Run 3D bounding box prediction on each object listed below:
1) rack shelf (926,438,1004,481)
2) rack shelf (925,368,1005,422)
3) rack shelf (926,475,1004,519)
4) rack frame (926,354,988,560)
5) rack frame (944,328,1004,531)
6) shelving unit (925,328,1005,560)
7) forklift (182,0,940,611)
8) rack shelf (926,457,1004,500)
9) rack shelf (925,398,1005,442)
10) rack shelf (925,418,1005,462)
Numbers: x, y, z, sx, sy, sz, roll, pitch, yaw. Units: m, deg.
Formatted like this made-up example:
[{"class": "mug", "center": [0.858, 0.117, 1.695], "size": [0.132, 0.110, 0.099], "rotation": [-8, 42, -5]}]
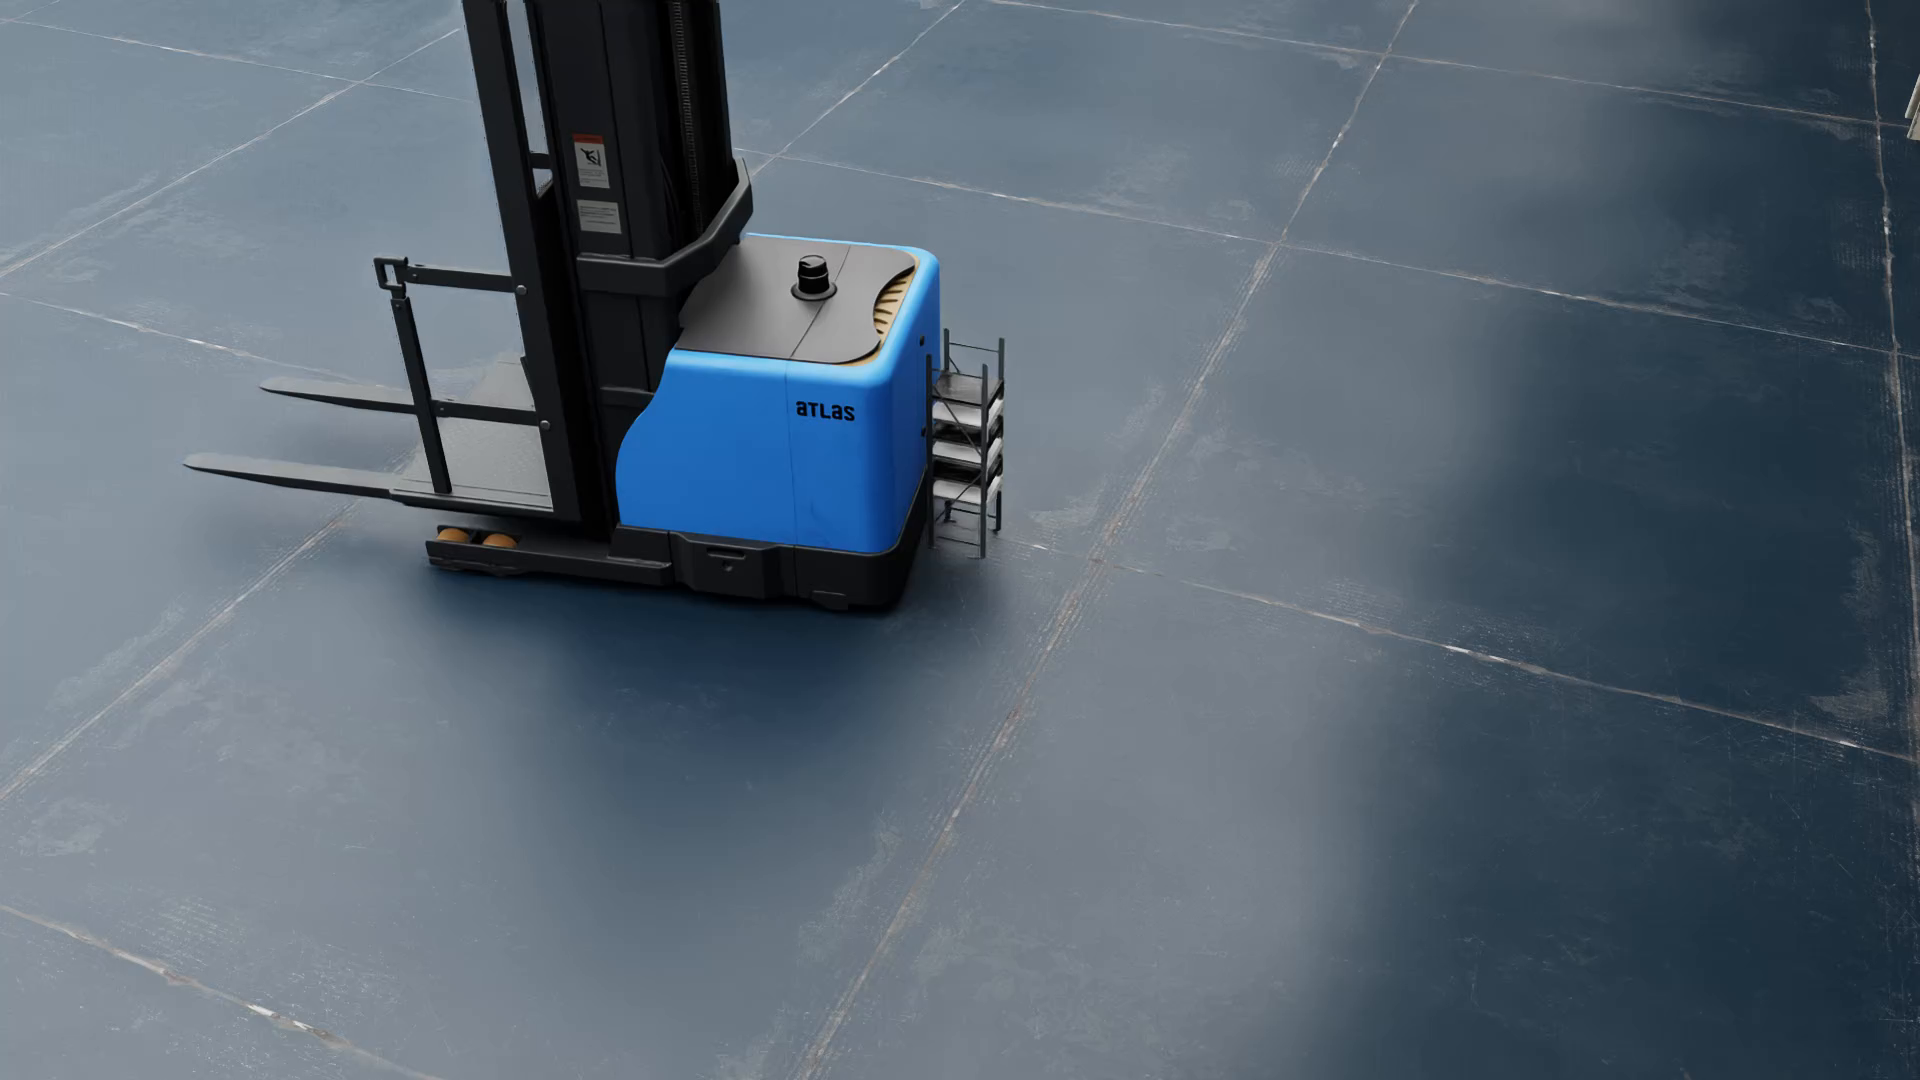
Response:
[{"class": "rack shelf", "center": [0.020, -0.338, 6.506], "size": [0.258, 0.077, 0.200], "rotation": [11, 38, 15]}, {"class": "rack shelf", "center": [0.020, -0.554, 6.344], "size": [0.258, 0.077, 0.200], "rotation": [11, 38, 15]}, {"class": "rack shelf", "center": [0.020, -0.194, 6.614], "size": [0.258, 0.077, 0.200], "rotation": [11, 38, 15]}, {"class": "rack frame", "center": [-0.012, -0.307, 6.409], "size": [0.240, 0.900, 0.006], "rotation": [11, 38, 15]}, {"class": "rack frame", "center": [0.053, -0.422, 6.563], "size": [0.240, 0.900, 0.006], "rotation": [11, 38, 15]}, {"class": "shelving unit", "center": [0.020, -0.364, 6.486], "size": [0.258, 0.900, 0.210], "rotation": [11, 38, 15]}, {"class": "forklift", "center": [-1.634, -1.334, 6.086], "size": [3.031, 2.935, 1.130], "rotation": [7, 37, 9]}, {"class": "rack shelf", "center": [0.020, -0.266, 6.560], "size": [0.258, 0.077, 0.200], "rotation": [11, 38, 15]}, {"class": "rack shelf", "center": [0.020, -0.482, 6.398], "size": [0.258, 0.077, 0.200], "rotation": [11, 38, 15]}, {"class": "rack shelf", "center": [0.020, -0.410, 6.452], "size": [0.258, 0.077, 0.200], "rotation": [11, 38, 15]}]
